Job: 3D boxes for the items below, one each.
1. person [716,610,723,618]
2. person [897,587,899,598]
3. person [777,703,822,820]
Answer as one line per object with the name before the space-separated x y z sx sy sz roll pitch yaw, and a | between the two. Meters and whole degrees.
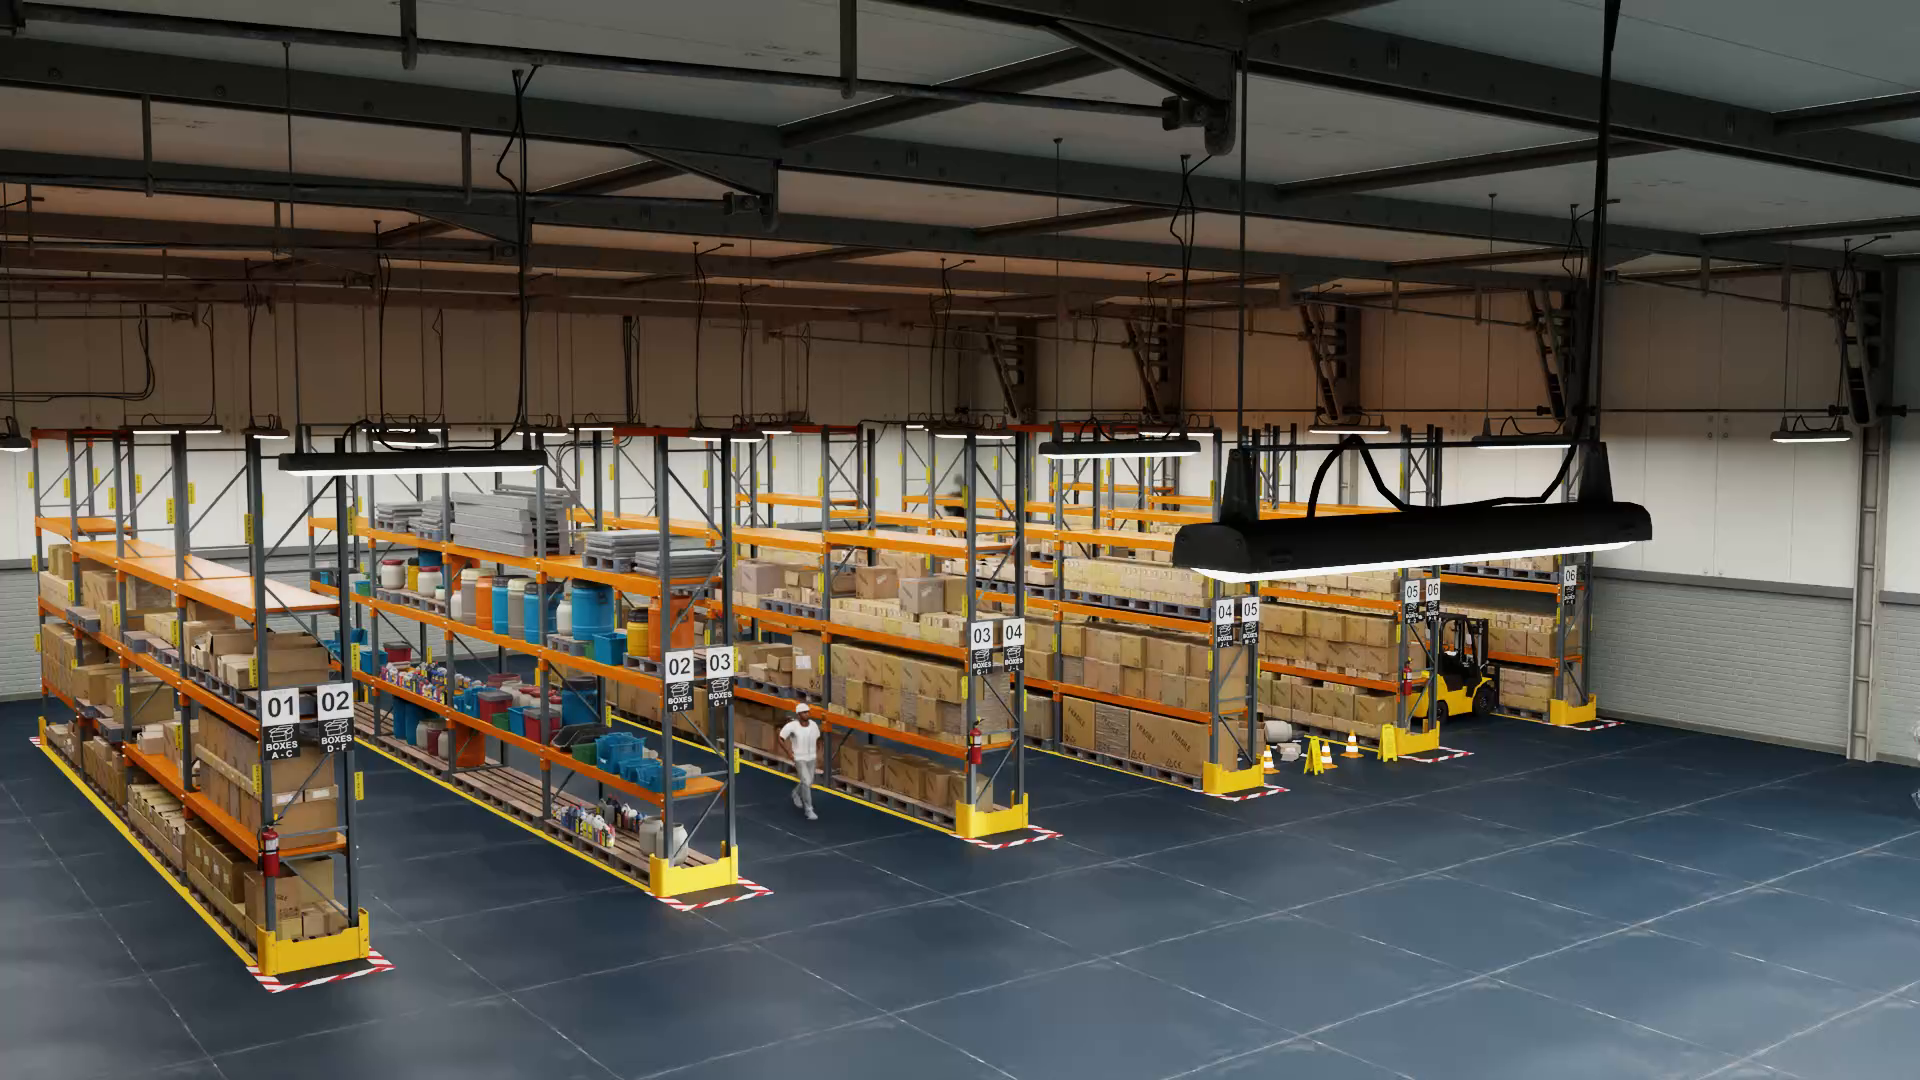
person | -5.877 2.268 41.015 0.660 1.789 0.796 3 6 36
person | -1.615 1.990 44.807 0.952 1.655 0.723 -2 5 -21
person | -2.450 3.415 25.893 0.701 1.770 0.826 -4 6 -40
